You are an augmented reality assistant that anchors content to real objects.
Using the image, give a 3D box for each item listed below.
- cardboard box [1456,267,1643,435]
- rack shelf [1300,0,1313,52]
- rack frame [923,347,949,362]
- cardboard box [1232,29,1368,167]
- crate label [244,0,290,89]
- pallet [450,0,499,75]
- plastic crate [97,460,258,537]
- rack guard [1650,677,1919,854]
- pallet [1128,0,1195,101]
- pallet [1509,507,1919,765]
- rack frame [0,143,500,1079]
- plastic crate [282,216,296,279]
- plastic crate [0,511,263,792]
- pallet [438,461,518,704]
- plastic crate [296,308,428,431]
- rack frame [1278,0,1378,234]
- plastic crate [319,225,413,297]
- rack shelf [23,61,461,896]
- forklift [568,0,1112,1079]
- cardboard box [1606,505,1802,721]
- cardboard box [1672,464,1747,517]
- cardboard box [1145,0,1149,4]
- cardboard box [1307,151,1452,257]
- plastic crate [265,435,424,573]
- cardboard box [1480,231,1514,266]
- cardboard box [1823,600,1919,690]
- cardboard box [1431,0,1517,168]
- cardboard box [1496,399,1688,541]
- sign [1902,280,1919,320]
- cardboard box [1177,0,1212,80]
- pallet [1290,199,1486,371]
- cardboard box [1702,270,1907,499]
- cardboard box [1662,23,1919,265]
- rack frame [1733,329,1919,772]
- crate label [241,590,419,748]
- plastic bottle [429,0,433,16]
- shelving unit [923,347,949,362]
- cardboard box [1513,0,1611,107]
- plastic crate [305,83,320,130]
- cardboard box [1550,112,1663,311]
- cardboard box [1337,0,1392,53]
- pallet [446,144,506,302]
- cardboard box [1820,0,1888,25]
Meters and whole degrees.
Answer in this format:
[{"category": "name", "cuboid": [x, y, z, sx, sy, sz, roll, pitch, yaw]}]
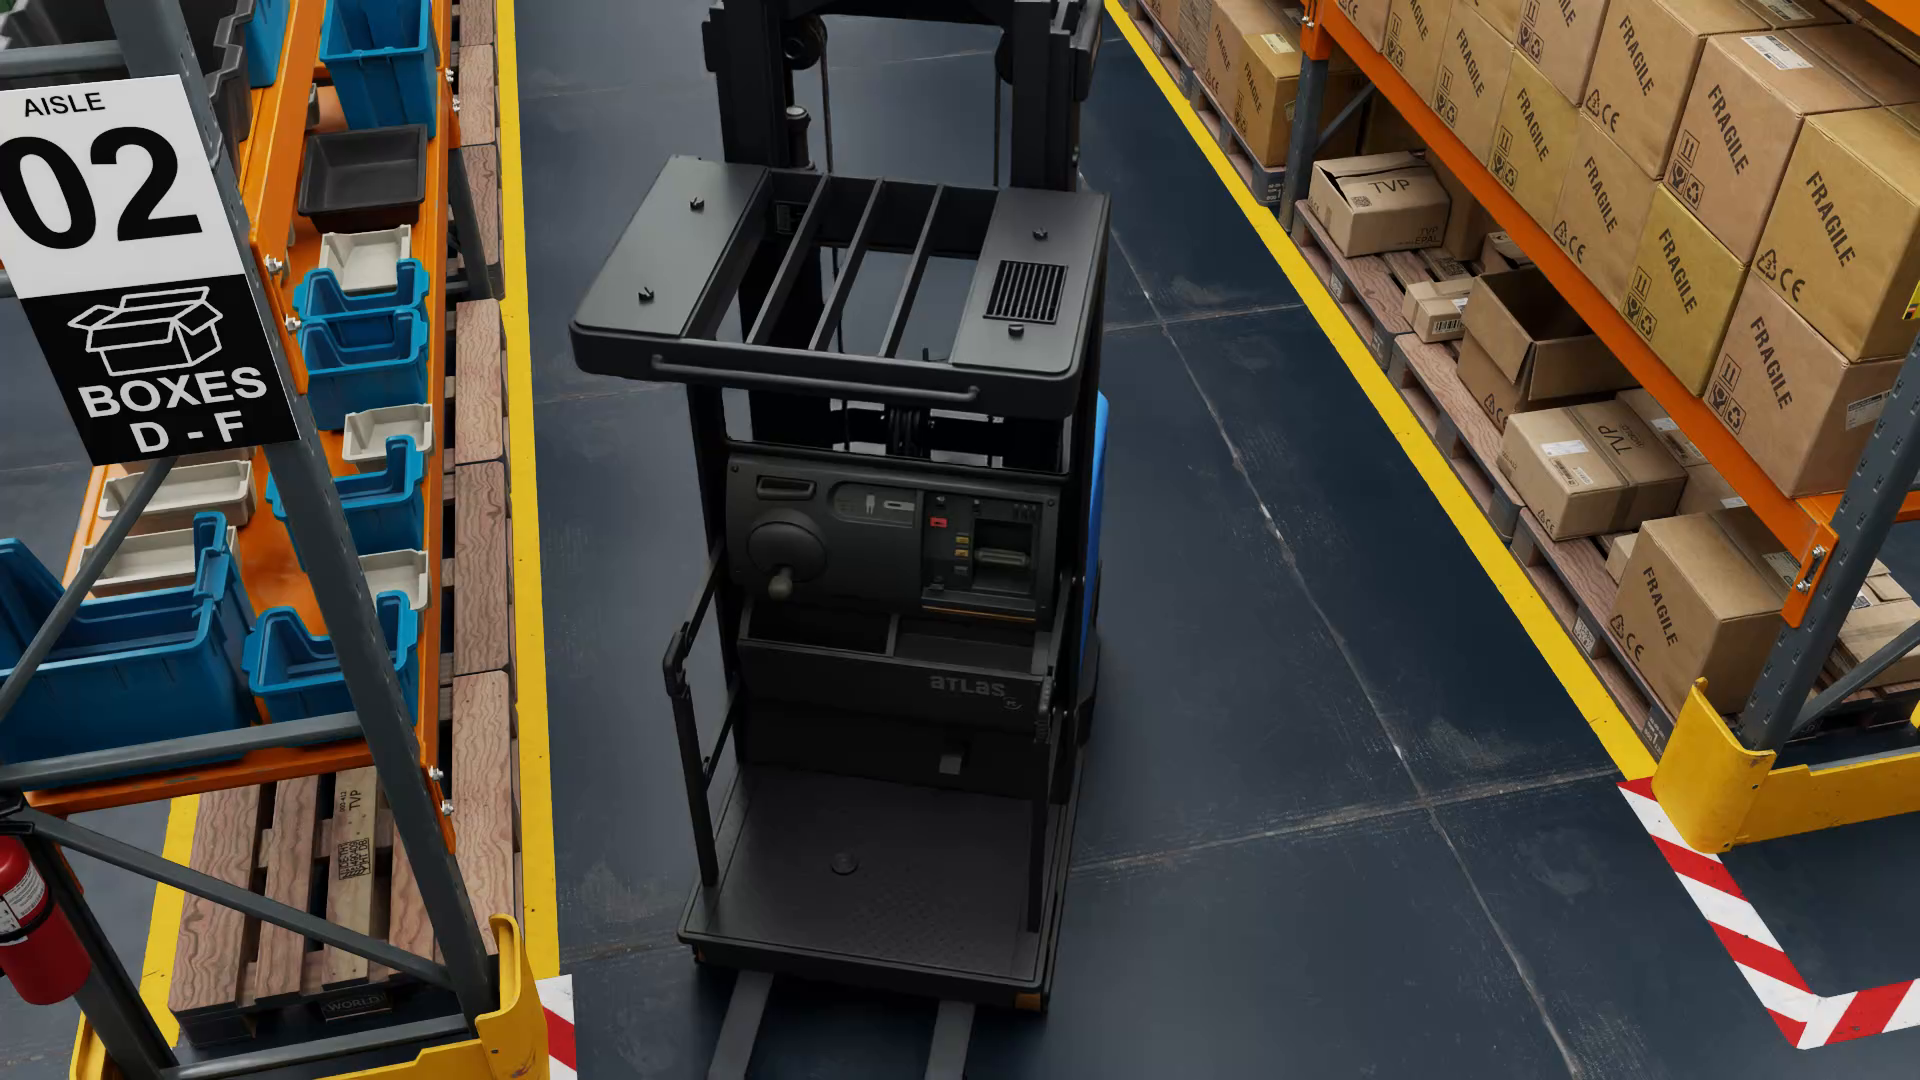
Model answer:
[{"category": "cardboard box", "cuboid": [2.557, -0.815, 6.957, 0.797, 0.503, 0.637, -8, 42, -9]}, {"category": "rack shelf", "cuboid": [1.715, -3.828, 9.345, 1.077, 0.370, 4.000, -8, 42, -9]}, {"category": "rack frame", "cuboid": [-0.020, -0.397, 6.520, 0.240, 0.900, 0.006, -8, 42, -9]}, {"category": "cardboard box", "cuboid": [1.760, -2.309, 8.644, 0.500, 0.500, 0.500, -9, 42, -10]}, {"category": "crate label", "cuboid": [-1.711, -1.211, 3.707, 0.408, 0.251, 0.502, -8, 42, -9]}, {"category": "pallet", "cuboid": [-3.343, -3.138, 10.127, 1.003, 0.211, 1.213, -8, 42, -9]}, {"category": "plastic crate", "cuboid": [-2.229, -0.117, 4.776, 0.396, 0.136, 0.243, -8, 42, -9]}, {"category": "rack guard", "cuboid": [2.993, 0.677, 5.610, 1.175, 0.500, 0.348, -8, 42, -9]}, {"category": "pallet", "cuboid": [1.667, -3.072, 10.052, 1.003, 0.211, 1.213, -8, 42, -9]}, {"category": "pallet", "cuboid": [2.820, 0.269, 6.288, 1.003, 0.211, 1.213, -8, 42, -9]}, {"category": "rack frame", "cuboid": [-1.828, 0.499, 3.928, 1.000, 3.000, 0.127, -8, 42, -9]}, {"category": "plastic crate", "cuboid": [-2.541, -1.055, 5.724, 0.437, 0.282, 0.530, -8, 42, -9]}, {"category": "plastic crate", "cuboid": [-2.082, 0.273, 4.111, 0.616, 0.435, 0.499, -8, 42, -9]}, {"category": "pallet", "cuboid": [-2.228, 0.213, 6.351, 1.003, 0.211, 1.213, -8, 42, -9]}, {"category": "plastic crate", "cuboid": [-1.844, -0.521, 5.159, 0.416, 0.233, 0.300, -8, 42, -9]}, {"category": "rack frame", "cuboid": [2.147, -2.801, 7.646, 1.000, 3.000, 0.127, -8, 42, -9]}, {"category": "plastic crate", "cuboid": [-2.022, -0.932, 5.693, 0.293, 0.136, 0.466, -8, 42, -9]}, {"category": "rack shelf", "cuboid": [-2.259, -0.528, 5.627, 1.077, 0.370, 4.000, -8, 42, -9]}, {"category": "forklift", "cuboid": [-0.226, 0.085, 4.447, 1.130, 2.935, 3.031, 6, 42, 7]}, {"category": "cardboard box", "cuboid": [2.652, 0.245, 5.766, 0.500, 0.500, 0.500, -8, 42, -9]}, {"category": "cardboard box", "cuboid": [3.062, -0.061, 6.300, 0.500, 0.250, 0.500, -8, 42, -9]}, {"category": "cardboard box", "cuboid": [1.324, -3.623, 10.124, 0.500, 0.500, 0.500, -9, 42, -10]}, {"category": "cardboard box", "cuboid": [2.026, -1.657, 8.051, 0.500, 0.311, 0.500, -8, 42, -9]}, {"category": "plastic crate", "cuboid": [-1.701, -0.095, 4.678, 0.416, 0.233, 0.300, -8, 42, -9]}, {"category": "cardboard box", "cuboid": [2.686, -1.336, 7.812, 0.380, 0.149, 0.250, -8, 42, -9]}, {"category": "cardboard box", "cuboid": [3.255, 0.373, 5.886, 0.380, 0.149, 0.250, -8, 42, -9]}, {"category": "cardboard box", "cuboid": [2.210, -1.813, 6.457, 0.500, 0.500, 0.500, -9, 42, -10]}, {"category": "cardboard box", "cuboid": [2.476, -0.282, 6.547, 0.500, 0.250, 0.500, -8, 42, -9]}, {"category": "sign", "cuboid": [2.464, -0.693, 4.161, 0.100, 0.325, 0.005, -8, 42, -9]}, {"category": "cardboard box", "cuboid": [1.554, -2.956, 9.372, 0.500, 0.500, 0.500, -8, 42, -9]}, {"category": "pallet", "cuboid": [2.294, -1.313, 8.070, 1.003, 0.211, 1.213, -8, 42, -9]}, {"category": "cardboard box", "cuboid": [2.647, -0.497, 4.975, 0.500, 0.500, 0.500, -7, 42, -8]}, {"category": "cardboard box", "cuboid": [2.535, -1.196, 5.009, 0.500, 0.500, 0.500, -7, 42, -8]}, {"category": "rack frame", "cuboid": [3.010, -0.208, 4.725, 1.000, 3.000, 0.127, -8, 42, -9]}, {"category": "crate label", "cuboid": [-1.559, 0.332, 4.197, 0.416, 0.233, 0.303, -8, 42, -9]}, {"category": "plastic bottle", "cuboid": [-2.382, -2.435, 7.322, 0.061, 0.283, 0.133, -8, 42, -9]}, {"category": "shelving unit", "cuboid": [0.002, -0.331, 6.445, 0.258, 0.900, 0.210, -8, 42, -9]}, {"category": "cardboard box", "cuboid": [2.308, -1.864, 5.762, 0.500, 0.500, 0.500, -7, 42, -8]}, {"category": "plastic crate", "cuboid": [-2.730, -1.695, 6.554, 0.396, 0.136, 0.243, -8, 42, -9]}, {"category": "cardboard box", "cuboid": [2.430, -1.157, 5.718, 0.500, 0.500, 0.500, -8, 42, -9]}, {"category": "cardboard box", "cuboid": [1.990, -2.469, 7.196, 0.500, 0.500, 0.500, -7, 42, -8]}, {"category": "pallet", "cuboid": [-2.817, -1.557, 8.345, 1.003, 0.211, 1.213, -8, 42, -9]}, {"category": "cardboard box", "cuboid": [2.948, -1.608, 5.473, 0.500, 0.500, 0.500, -8, 42, -9]}]
